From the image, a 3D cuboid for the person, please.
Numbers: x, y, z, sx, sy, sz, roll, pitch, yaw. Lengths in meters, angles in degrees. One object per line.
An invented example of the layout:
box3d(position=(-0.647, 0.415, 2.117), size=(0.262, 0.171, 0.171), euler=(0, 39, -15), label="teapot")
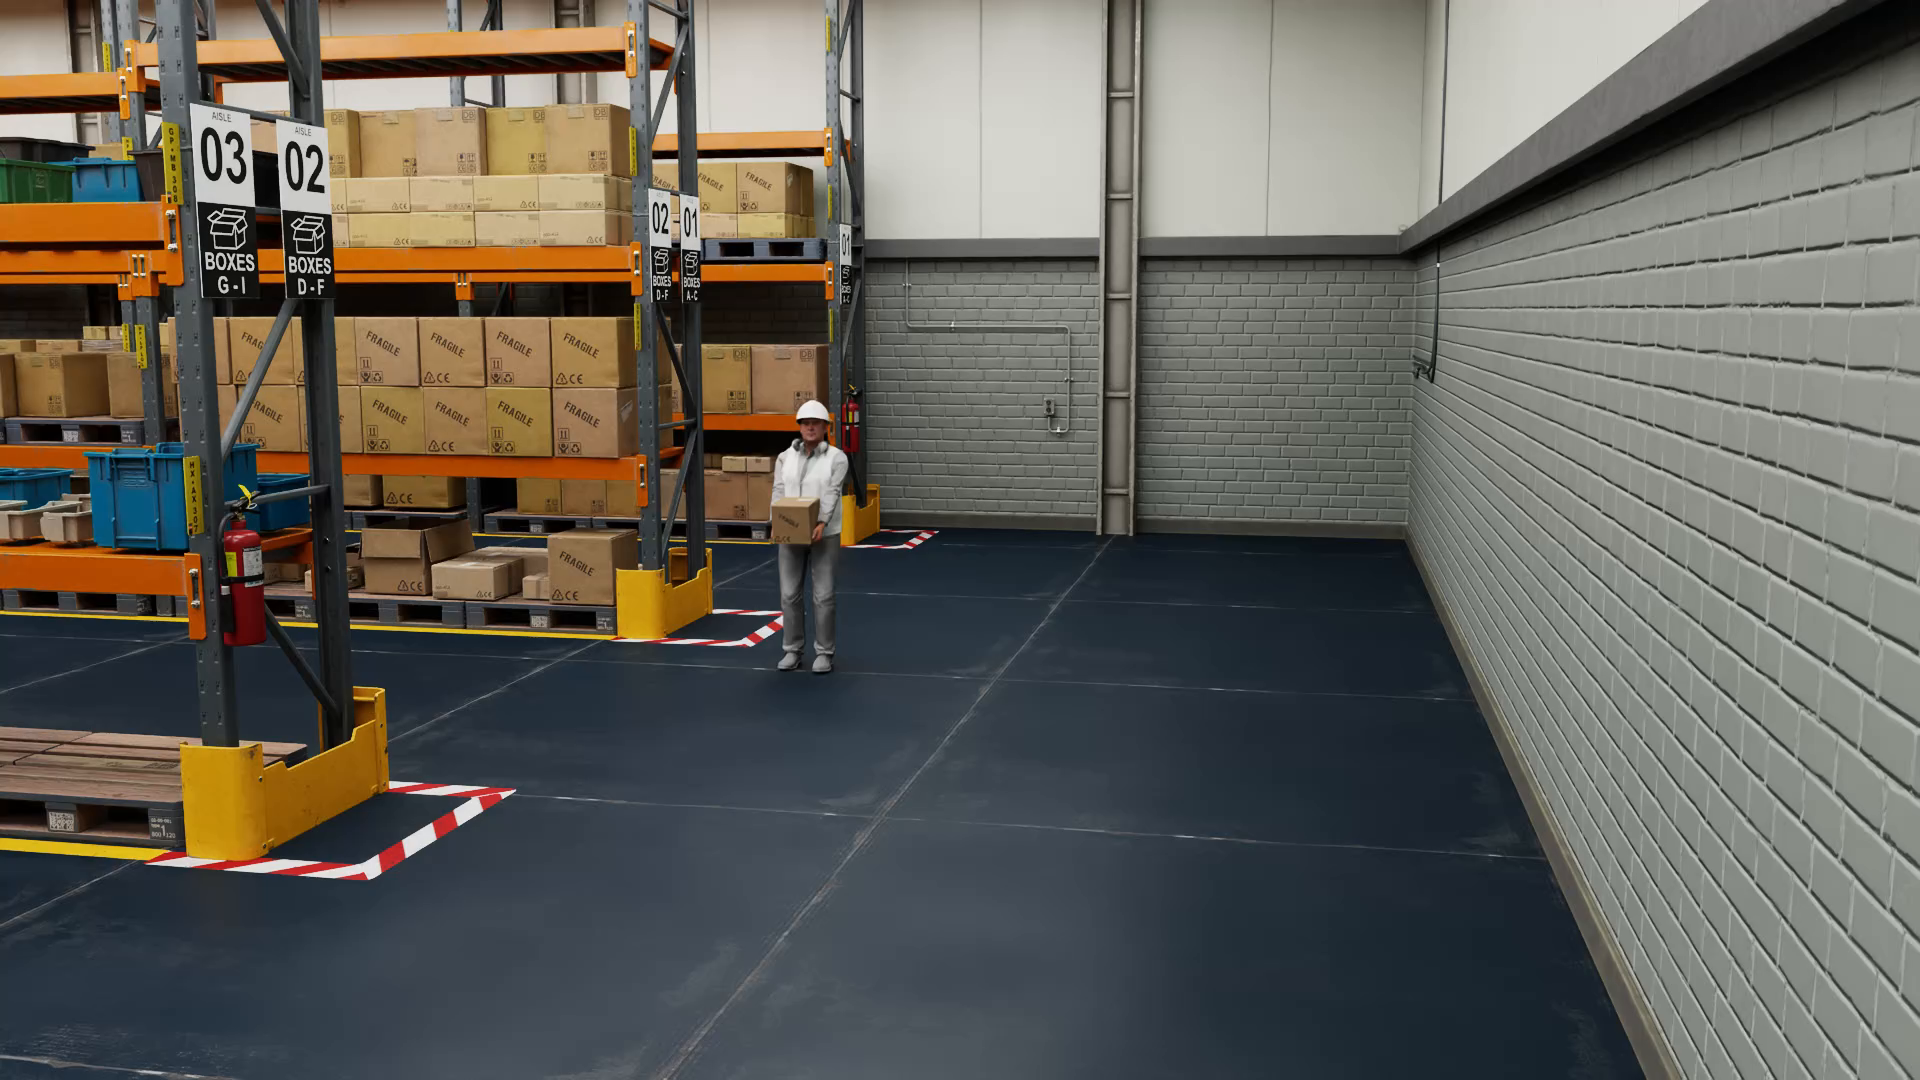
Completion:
box3d(position=(-0.994, -0.019, 10.875), size=(0.495, 1.768, 0.546), euler=(2, 8, 12), label="person")
